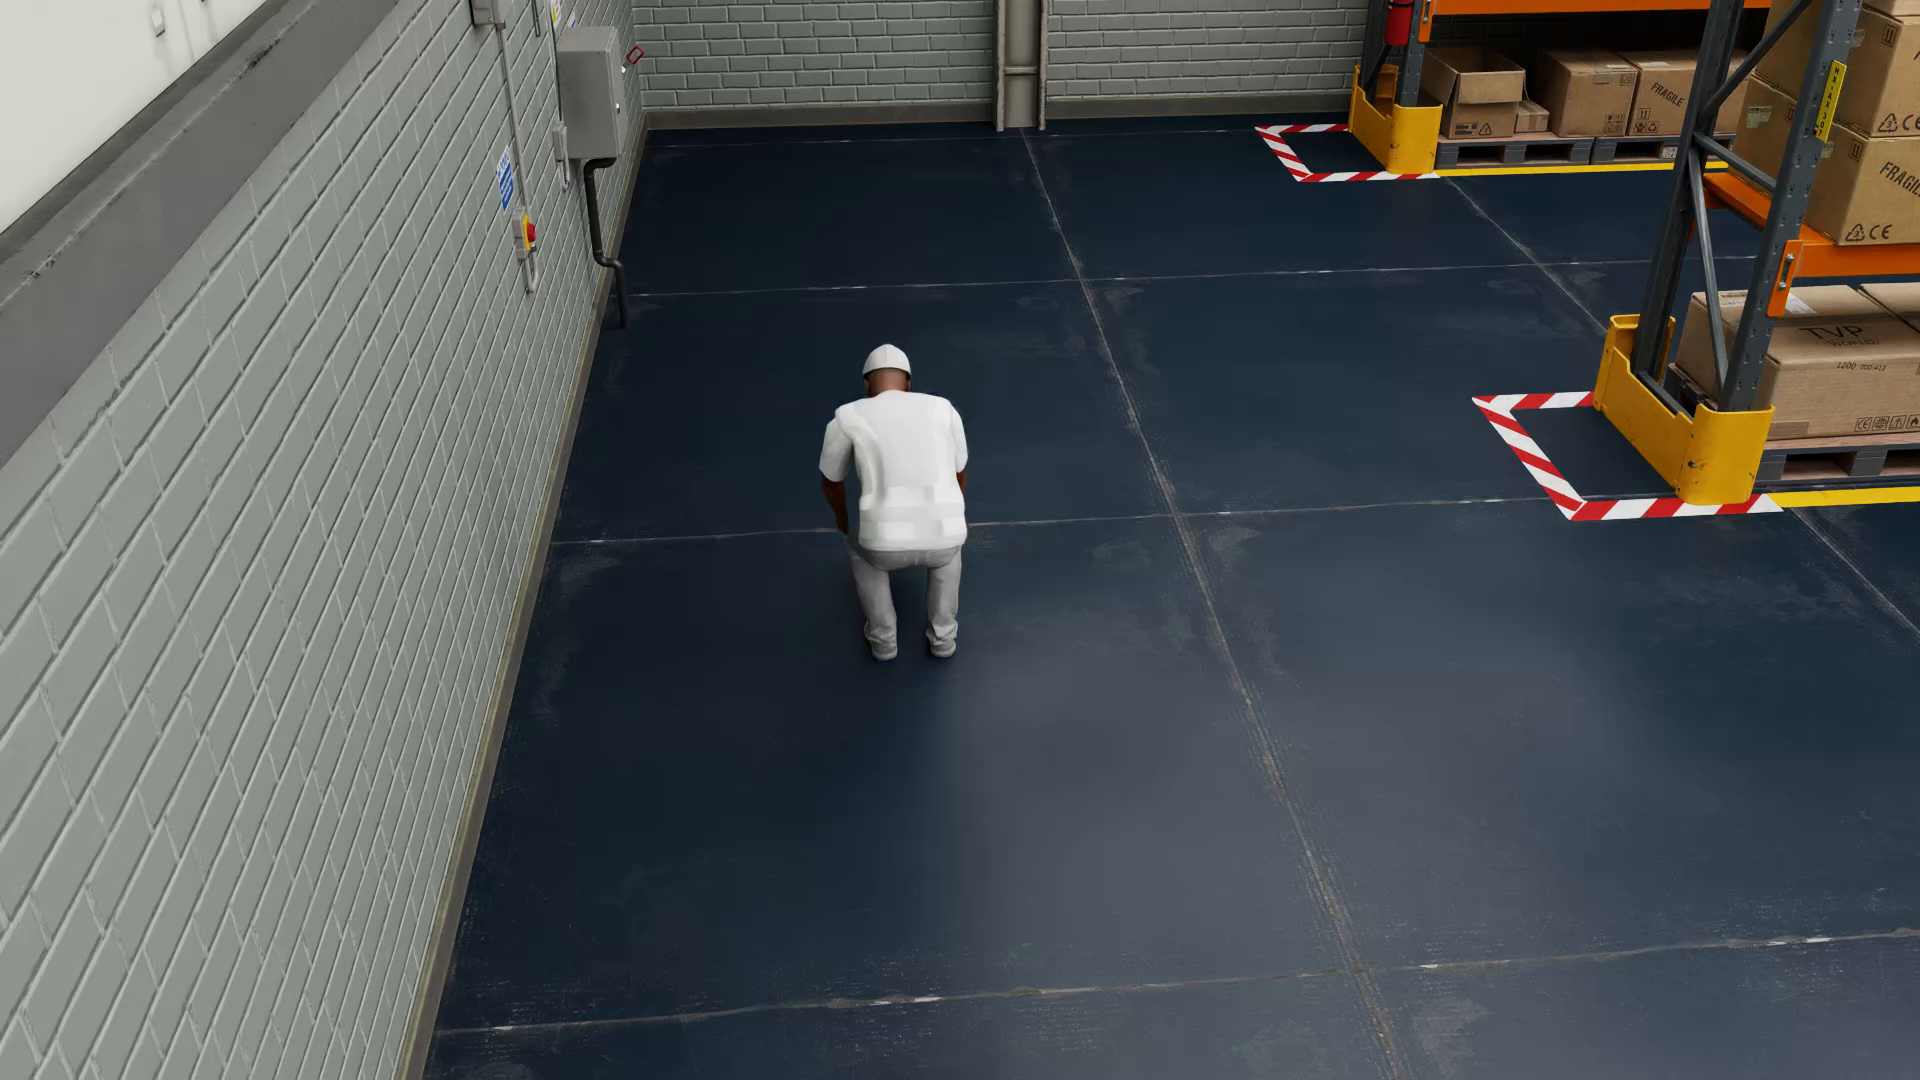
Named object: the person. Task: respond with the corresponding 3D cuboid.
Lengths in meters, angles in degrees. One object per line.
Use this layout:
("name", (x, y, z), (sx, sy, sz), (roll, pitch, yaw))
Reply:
("person", (-0.262, -0.126, 6.867), (0.620, 1.207, 0.839), (-3, 31, -5))
